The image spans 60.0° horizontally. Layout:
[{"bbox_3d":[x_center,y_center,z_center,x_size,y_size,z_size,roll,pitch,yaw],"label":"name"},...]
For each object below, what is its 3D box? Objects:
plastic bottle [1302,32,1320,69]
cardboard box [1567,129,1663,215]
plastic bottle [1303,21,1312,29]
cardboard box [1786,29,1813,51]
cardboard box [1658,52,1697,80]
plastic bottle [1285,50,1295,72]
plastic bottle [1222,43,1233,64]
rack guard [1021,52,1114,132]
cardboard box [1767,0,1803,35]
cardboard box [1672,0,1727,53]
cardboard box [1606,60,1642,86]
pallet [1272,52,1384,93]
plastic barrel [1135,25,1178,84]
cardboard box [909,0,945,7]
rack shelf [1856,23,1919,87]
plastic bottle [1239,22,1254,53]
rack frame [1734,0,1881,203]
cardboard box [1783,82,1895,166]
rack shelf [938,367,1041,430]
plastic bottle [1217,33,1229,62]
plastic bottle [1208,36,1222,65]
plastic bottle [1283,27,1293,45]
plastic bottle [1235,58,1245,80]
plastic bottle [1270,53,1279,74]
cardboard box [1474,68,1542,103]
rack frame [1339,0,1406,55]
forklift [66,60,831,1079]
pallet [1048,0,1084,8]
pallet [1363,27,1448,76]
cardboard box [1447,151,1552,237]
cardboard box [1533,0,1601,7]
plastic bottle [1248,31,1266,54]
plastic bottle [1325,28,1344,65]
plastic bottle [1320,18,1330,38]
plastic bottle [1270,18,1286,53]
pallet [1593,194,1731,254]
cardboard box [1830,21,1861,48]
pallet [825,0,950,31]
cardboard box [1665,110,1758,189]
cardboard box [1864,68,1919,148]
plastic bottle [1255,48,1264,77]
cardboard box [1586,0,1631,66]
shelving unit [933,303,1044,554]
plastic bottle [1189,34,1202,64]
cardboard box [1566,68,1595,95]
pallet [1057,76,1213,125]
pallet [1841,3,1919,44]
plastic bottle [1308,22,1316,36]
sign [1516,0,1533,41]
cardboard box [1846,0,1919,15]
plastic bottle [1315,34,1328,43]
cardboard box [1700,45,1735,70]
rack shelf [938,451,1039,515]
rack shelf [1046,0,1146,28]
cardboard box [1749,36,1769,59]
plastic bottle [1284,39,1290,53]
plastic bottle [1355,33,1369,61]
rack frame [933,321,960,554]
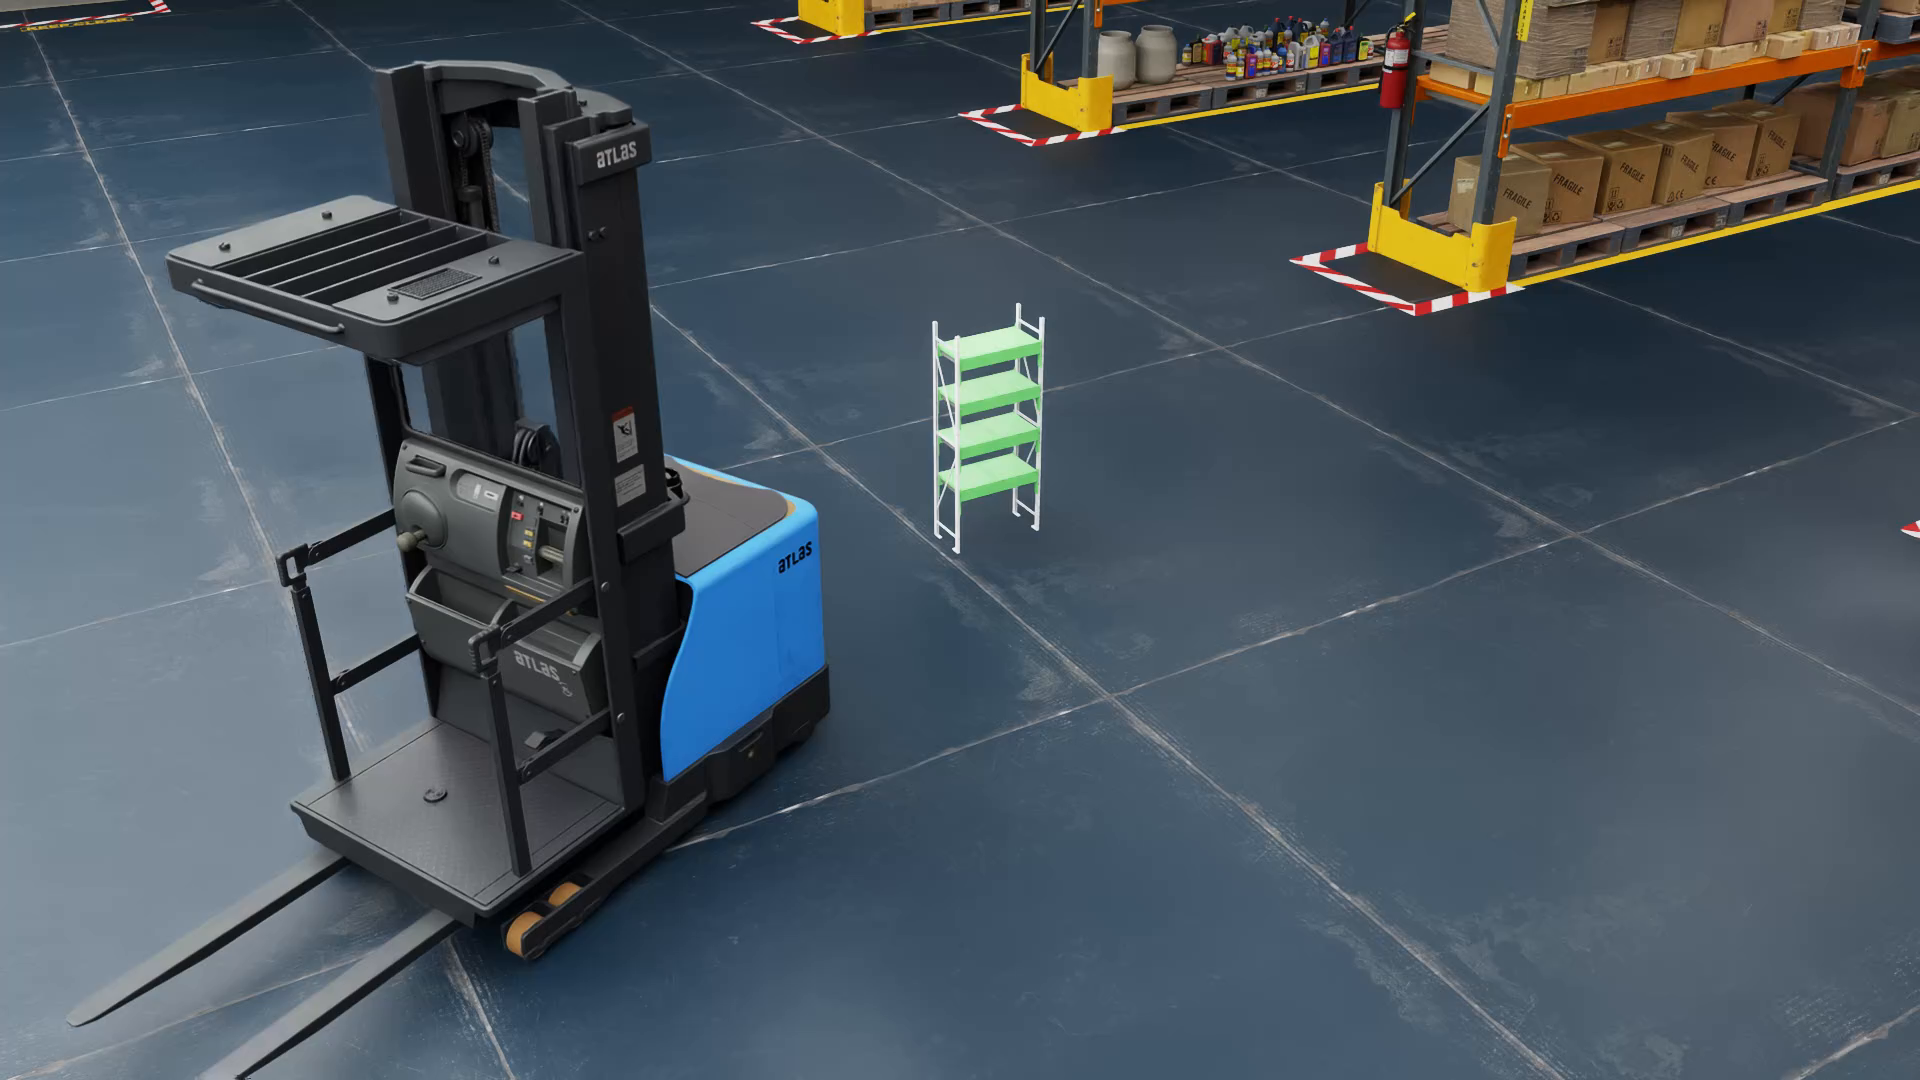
[{"bbox_3d":[3.581,-5.020,17.029,0.185,0.351,0.144,-16,33,-27],"label":"plastic bottle"},{"bbox_3d":[5.089,-2.890,13.035,0.500,0.500,0.500,-13,31,-22],"label":"cardboard box"},{"bbox_3d":[3.672,-5.405,17.804,0.135,0.276,0.152,-15,32,-25],"label":"plastic bottle"},{"bbox_3d":[6.440,-3.949,13.062,0.250,0.149,0.380,-16,33,-26],"label":"cardboard box"},{"bbox_3d":[5.203,-3.536,12.313,0.250,0.149,0.380,-16,33,-26],"label":"cardboard box"},{"bbox_3d":[3.351,-4.876,16.923,0.097,0.201,0.097,0,29,0],"label":"plastic bottle"},{"bbox_3d":[2.777,-5.049,17.234,0.097,0.201,0.097,0,29,0],"label":"plastic bottle"},{"bbox_3d":[1.027,-4.356,16.126,0.348,0.500,1.175,-16,33,-26],"label":"rack guard"},{"bbox_3d":[6.075,-4.310,13.044,0.500,0.500,0.875,-16,33,-26],"label":"cardboard box"},{"bbox_3d":[5.243,-4.040,12.555,0.500,0.500,0.875,-16,33,-26],"label":"cardboard box"},{"bbox_3d":[4.734,-3.446,12.149,0.250,0.149,0.380,-16,33,-26],"label":"cardboard box"},{"bbox_3d":[3.834,-5.023,17.634,1.213,0.211,1.003,-16,33,-26],"label":"pallet"},{"bbox_3d":[1.946,-4.822,16.524,0.421,0.512,0.421,0,29,0],"label":"plastic barrel"},{"bbox_3d":[-0.517,-6.619,20.050,0.500,0.250,0.500,-16,33,-26],"label":"cardboard box"},{"bbox_3d":[8.667,-4.503,14.549,4.000,0.370,1.077,-16,33,-26],"label":"rack shelf"},{"bbox_3d":[2.998,-5.249,17.443,0.185,0.351,0.144,-16,33,-27],"label":"plastic bottle"},{"bbox_3d":[6.943,-4.328,13.488,0.127,3.000,1.000,-16,33,-26],"label":"rack frame"},{"bbox_3d":[7.483,-3.567,14.242,0.500,0.500,0.700,-19,34,-30],"label":"cardboard box"},{"bbox_3d":[0.143,-0.720,8.448,0.480,0.148,0.258,-16,33,-26],"label":"rack shelf"},{"bbox_3d":[2.697,-5.129,17.302,0.135,0.276,0.152,-17,33,-28],"label":"plastic bottle"},{"bbox_3d":[2.632,-5.054,17.159,0.133,0.283,0.061,-16,33,-26],"label":"plastic bottle"},{"bbox_3d":[3.464,-5.279,17.579,0.097,0.271,0.097,0,29,0],"label":"plastic bottle"},{"bbox_3d":[2.796,-4.719,16.637,0.097,0.201,0.097,0,29,0],"label":"plastic bottle"},{"bbox_3d":[3.173,-4.826,16.831,0.097,0.201,0.097,0,29,0],"label":"plastic bottle"},{"bbox_3d":[3.861,-3.209,11.721,0.250,0.149,0.380,-16,33,-26],"label":"cardboard box"},{"bbox_3d":[4.434,-6.391,17.227,0.127,3.000,1.000,-16,33,-26],"label":"rack frame"},{"bbox_3d":[-1.807,-0.033,5.777,1.130,2.935,3.031,18,34,29],"label":"forklift"},{"bbox_3d":[1.221,-7.058,21.320,1.213,0.211,1.003,-16,33,-26],"label":"pallet"},{"bbox_3d":[5.091,-5.379,18.278,1.213,0.211,1.003,-16,33,-26],"label":"pallet"},{"bbox_3d":[4.041,-2.584,12.480,0.500,0.500,0.500,-10,30,-17],"label":"cardboard box"},{"bbox_3d":[4.107,-3.982,11.414,0.500,0.500,0.500,-16,33,-26],"label":"cardboard box"},{"bbox_3d":[3.095,-5.161,17.361,0.135,0.276,0.152,-16,33,-26],"label":"plastic bottle"},{"bbox_3d":[3.859,-5.099,17.172,0.185,0.351,0.144,-18,33,-29],"label":"plastic bottle"},{"bbox_3d":[3.937,-5.494,17.969,0.097,0.271,0.097,0,29,0],"label":"plastic bottle"},{"bbox_3d":[3.365,-5.353,17.632,0.185,0.351,0.144,-17,33,-28],"label":"plastic bottle"},{"bbox_3d":[5.329,-2.627,13.292,1.213,0.211,1.003,-16,33,-26],"label":"pallet"},{"bbox_3d":[6.907,-4.043,13.231,0.250,0.149,0.380,-16,33,-26],"label":"cardboard box"},{"bbox_3d":[-0.883,-6.460,20.238,1.213,0.211,1.003,-16,33,-26],"label":"pallet"},{"bbox_3d":[6.088,-3.193,13.583,0.500,0.500,0.500,-6,29,-11],"label":"cardboard box"},{"bbox_3d":[8.386,-3.814,14.687,0.500,0.500,0.700,-19,34,-30],"label":"cardboard box"},{"bbox_3d":[3.002,-4.808,16.726,0.097,0.271,0.097,0,29,0],"label":"plastic bottle"},{"bbox_3d":[4.353,-3.818,12.153,0.500,0.500,0.875,-16,33,-26],"label":"cardboard box"},{"bbox_3d":[0.143,-0.566,8.534,0.503,1.200,0.258,-16,33,-26],"label":"shelving unit"},{"bbox_3d":[2.438,-5.084,17.214,0.133,0.283,0.061,-15,32,-25],"label":"plastic bottle"},{"bbox_3d":[4.309,-3.317,11.917,0.250,0.149,0.380,-16,33,-26],"label":"cardboard box"},{"bbox_3d":[1.730,-4.426,16.552,1.213,0.211,1.003,-16,33,-26],"label":"pallet"},{"bbox_3d":[7.676,-4.370,13.763,1.213,0.211,1.003,-16,33,-26],"label":"pallet"},{"bbox_3d":[3.727,-5.364,17.722,0.133,0.283,0.061,-16,33,-26],"label":"plastic bottle"},{"bbox_3d":[3.769,-3.502,11.095,0.005,0.325,0.100,-16,33,-26],"label":"sign"},{"bbox_3d":[7.699,-4.911,13.488,1.000,1.000,1.000,-16,33,-26],"label":"cardboard box"},{"bbox_3d":[3.762,-5.122,17.291,0.135,0.276,0.152,-16,33,-26],"label":"plastic bottle"},{"bbox_3d":[5.606,-3.682,12.577,0.250,0.149,0.380,-16,33,-26],"label":"cardboard box"},{"bbox_3d":[0.143,-0.300,8.680,0.480,0.148,0.258,-16,33,-26],"label":"rack shelf"},{"bbox_3d":[2.710,-5.587,16.513,4.000,0.370,1.077,-16,33,-26],"label":"rack shelf"},{"bbox_3d":[5.999,-3.836,12.856,0.250,0.149,0.380,-16,33,-26],"label":"cardboard box"},{"bbox_3d":[3.384,-4.997,17.056,0.133,0.283,0.061,-16,33,-26],"label":"plastic bottle"},{"bbox_3d":[4.186,-5.139,17.314,0.133,0.283,0.061,-14,32,-24],"label":"plastic bottle"},{"bbox_3d":[-0.068,-0.506,8.425,0.015,1.200,0.240,-16,33,-26],"label":"rack frame"}]
